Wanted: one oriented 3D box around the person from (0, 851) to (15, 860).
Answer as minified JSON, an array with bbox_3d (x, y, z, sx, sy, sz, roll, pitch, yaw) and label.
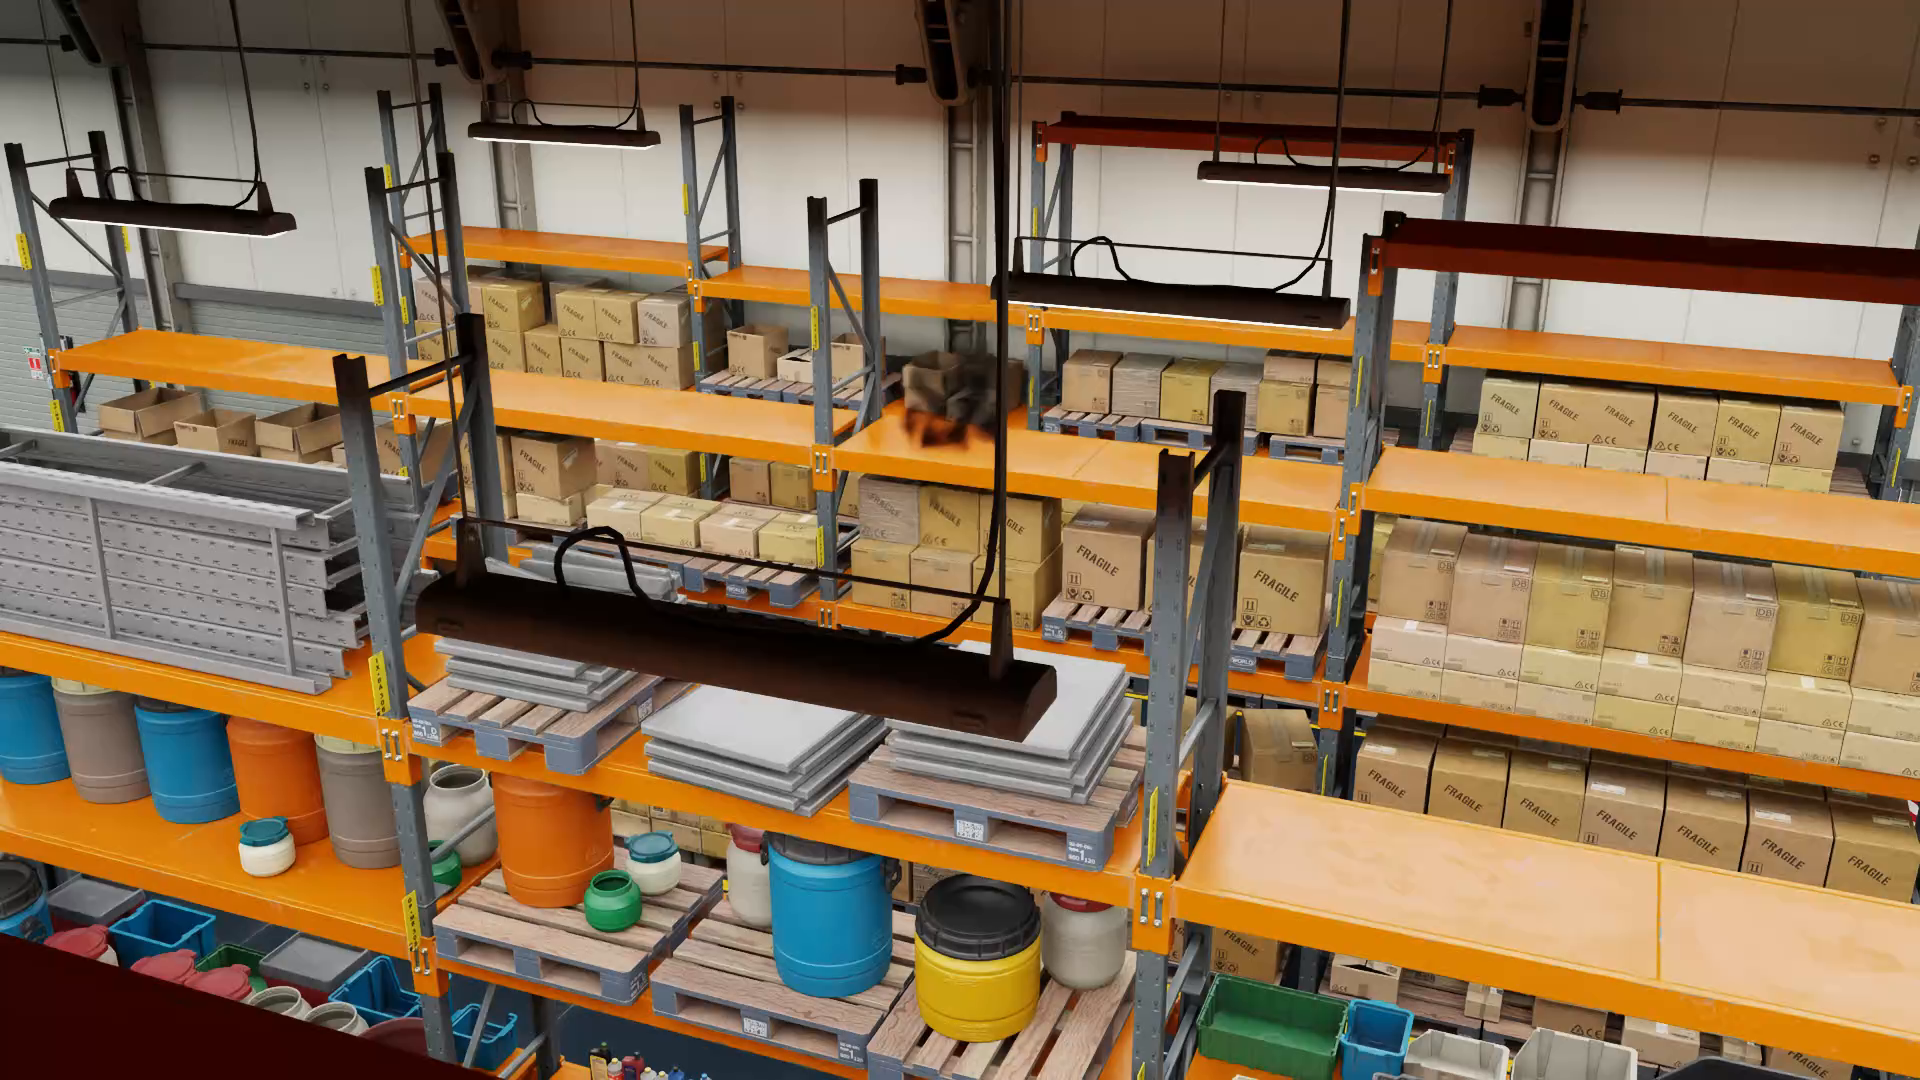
[{"bbox_3d":[-7.894,2.480,13.560,0.539,1.646,0.592,6,22,16],"label":"person"}]
